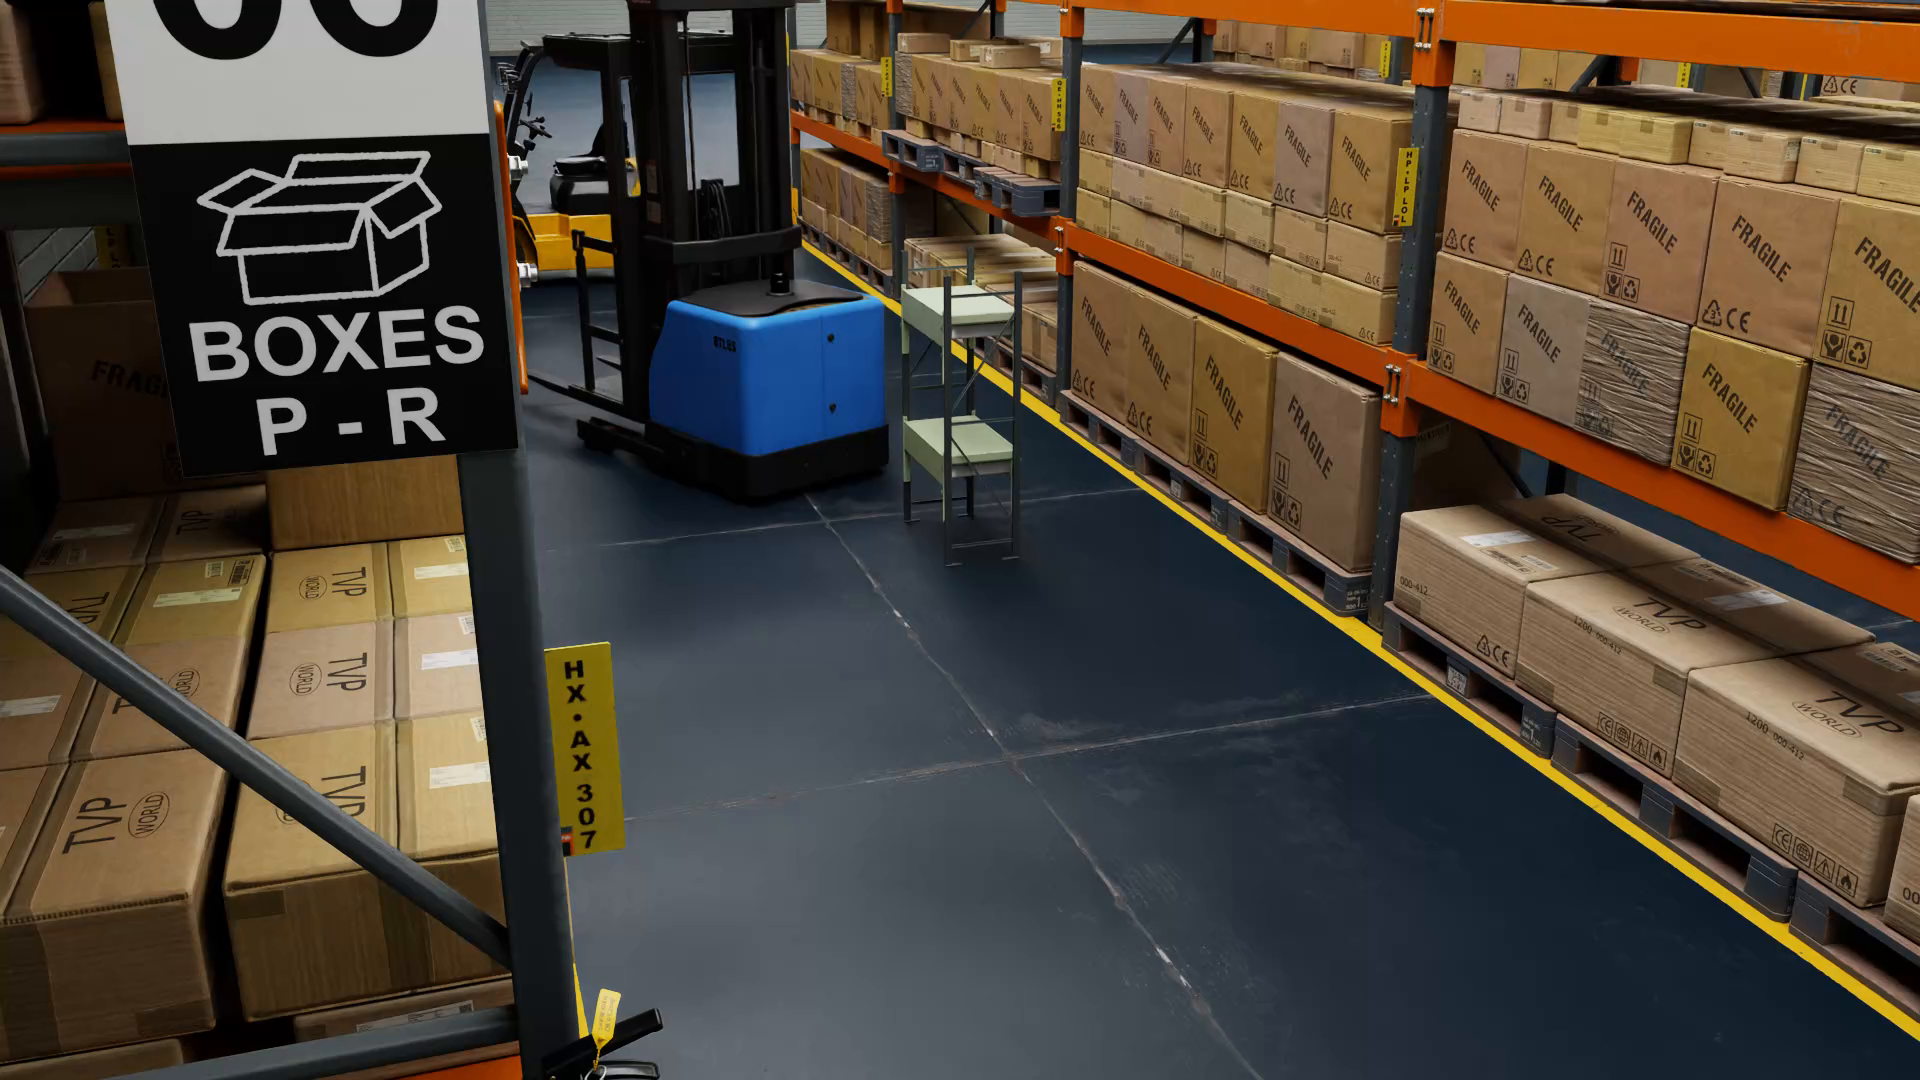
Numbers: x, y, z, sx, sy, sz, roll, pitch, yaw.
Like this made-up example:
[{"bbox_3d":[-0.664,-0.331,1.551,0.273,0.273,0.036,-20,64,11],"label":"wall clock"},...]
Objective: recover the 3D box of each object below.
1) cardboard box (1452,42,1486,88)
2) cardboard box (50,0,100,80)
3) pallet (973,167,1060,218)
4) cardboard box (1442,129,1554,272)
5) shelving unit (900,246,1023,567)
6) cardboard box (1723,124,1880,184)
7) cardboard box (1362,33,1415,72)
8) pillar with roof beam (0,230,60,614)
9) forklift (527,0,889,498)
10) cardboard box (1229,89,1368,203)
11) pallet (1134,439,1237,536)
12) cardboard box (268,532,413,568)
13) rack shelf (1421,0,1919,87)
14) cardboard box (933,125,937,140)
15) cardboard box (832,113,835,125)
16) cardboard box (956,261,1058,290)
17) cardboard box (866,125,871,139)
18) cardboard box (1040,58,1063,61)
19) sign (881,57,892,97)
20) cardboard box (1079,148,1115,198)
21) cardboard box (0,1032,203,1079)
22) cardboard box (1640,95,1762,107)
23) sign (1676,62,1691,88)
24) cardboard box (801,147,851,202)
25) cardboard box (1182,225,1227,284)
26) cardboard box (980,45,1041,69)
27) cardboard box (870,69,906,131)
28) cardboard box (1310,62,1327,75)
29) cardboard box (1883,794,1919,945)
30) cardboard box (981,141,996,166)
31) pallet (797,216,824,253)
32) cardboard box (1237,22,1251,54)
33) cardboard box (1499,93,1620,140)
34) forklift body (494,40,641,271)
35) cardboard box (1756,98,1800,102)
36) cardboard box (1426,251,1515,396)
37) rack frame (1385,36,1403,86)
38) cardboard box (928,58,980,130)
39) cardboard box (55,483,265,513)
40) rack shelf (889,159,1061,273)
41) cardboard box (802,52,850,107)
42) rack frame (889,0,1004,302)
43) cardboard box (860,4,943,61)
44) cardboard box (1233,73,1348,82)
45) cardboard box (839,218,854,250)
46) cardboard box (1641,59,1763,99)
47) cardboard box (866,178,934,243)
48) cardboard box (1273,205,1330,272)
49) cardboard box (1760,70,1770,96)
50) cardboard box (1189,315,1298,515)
[{"bbox_3d":[4.881,-4.366,15.007,0.700,0.500,0.500,-7,21,-18],"label":"cardboard box"},{"bbox_3d":[-1.606,-0.858,2.801,0.380,0.149,0.250,-7,21,-19],"label":"cardboard box"},{"bbox_3d":[0.820,-2.457,11.603,1.213,0.211,1.003,-6,21,-17],"label":"pallet"},{"bbox_3d":[2.322,-1.385,6.709,0.500,0.500,0.500,-6,21,-17],"label":"cardboard box"},{"bbox_3d":[-0.002,-0.708,8.669,0.431,1.500,0.755,-6,21,-17],"label":"shelving unit"},{"bbox_3d":[2.716,-1.249,5.371,0.380,0.149,0.250,-6,21,-17],"label":"cardboard box"},{"bbox_3d":[4.472,-4.873,16.226,0.875,0.550,0.550,-6,21,-17],"label":"cardboard box"},{"bbox_3d":[1.142,-3.479,5.291,9.100,9.000,0.400,-6,21,-17],"label":"pillar with roof beam"},{"bbox_3d":[-1.790,-2.039,10.257,1.130,2.935,3.031,-17,26,-39],"label":"forklift"},{"bbox_3d":[1.714,-2.011,8.450,0.500,0.500,0.500,-6,21,-16],"label":"cardboard box"},{"bbox_3d":[1.701,-0.366,9.622,1.003,0.211,1.213,-6,21,-17],"label":"pallet"},{"bbox_3d":[-1.440,0.036,4.160,0.500,0.250,0.500,-7,21,-19],"label":"cardboard box"},{"bbox_3d":[3.031,-1.478,5.220,1.077,0.370,4.000,-6,21,-17],"label":"rack shelf"},{"bbox_3d":[-0.006,-3.318,13.467,0.380,0.149,0.250,-5,20,-14],"label":"cardboard box"},{"bbox_3d":[-1.070,-4.230,16.629,0.380,0.149,0.250,-6,21,-15],"label":"cardboard box"},{"bbox_3d":[0.505,-1.953,13.183,0.950,0.372,0.625,-6,21,-15],"label":"cardboard box"},{"bbox_3d":[-0.660,-3.819,15.482,0.380,0.149,0.250,-7,21,-18],"label":"cardboard box"},{"bbox_3d":[0.565,-3.549,13.151,0.500,0.500,0.500,-6,21,-15],"label":"cardboard box"},{"bbox_3d":[-0.624,-3.961,14.226,0.100,0.325,0.005,-6,21,-17],"label":"sign"},{"bbox_3d":[1.070,-2.306,10.381,0.500,0.250,0.500,-7,21,-18],"label":"cardboard box"},{"bbox_3d":[-1.410,0.806,2.606,0.380,0.149,0.250,-7,21,-18],"label":"cardboard box"},{"bbox_3d":[2.851,-1.627,6.422,0.380,0.149,0.250,-6,21,-17],"label":"cardboard box"},{"bbox_3d":[5.287,-3.373,12.157,0.100,0.325,0.005,-6,21,-17],"label":"sign"},{"bbox_3d":[-1.370,-3.858,17.557,0.500,0.500,0.500,-7,21,-19],"label":"cardboard box"},{"bbox_3d":[1.556,-1.586,9.115,0.500,0.250,0.500,-6,21,-17],"label":"cardboard box"},{"bbox_3d":[0.363,-3.515,12.096,0.380,0.149,0.250,-7,21,-20],"label":"cardboard box"},{"bbox_3d":[-0.488,-3.917,14.796,0.500,0.500,0.500,-7,21,-19],"label":"cardboard box"},{"bbox_3d":[4.176,-4.719,17.397,0.875,0.550,0.550,-6,21,-17],"label":"cardboard box"},{"bbox_3d":[3.358,1.044,4.740,0.875,0.438,0.875,-7,21,-19],"label":"cardboard box"},{"bbox_3d":[0.373,-2.812,12.059,0.380,0.149,0.250,-6,21,-16],"label":"cardboard box"},{"bbox_3d":[-1.123,-3.296,17.780,1.003,0.211,1.213,-6,21,-17],"label":"pallet"},{"bbox_3d":[3.639,-5.744,18.653,0.875,0.550,0.550,-6,21,-17],"label":"cardboard box"},{"bbox_3d":[2.351,-1.660,6.513,0.380,0.149,0.250,-6,21,-16],"label":"cardboard box"},{"bbox_3d":[-3.752,-3.554,15.630,2.313,2.155,1.214,-6,21,-17],"label":"forklift body"},{"bbox_3d":[5.776,-3.077,11.917,0.380,0.149,0.250,-6,21,-17],"label":"cardboard box"},{"bbox_3d":[2.302,-0.915,6.878,0.500,0.500,0.500,-6,21,-15],"label":"cardboard box"},{"bbox_3d":[4.556,-4.172,16.094,1.000,3.000,0.127,-6,21,-17],"label":"rack frame"},{"bbox_3d":[0.064,-3.496,13.004,0.500,0.500,0.500,-7,21,-18],"label":"cardboard box"},{"bbox_3d":[-2.084,-0.073,4.465,0.500,0.250,0.500,-6,21,-16],"label":"cardboard box"},{"bbox_3d":[0.517,-2.633,12.874,1.077,0.370,4.000,-6,21,-17],"label":"rack shelf"},{"bbox_3d":[-1.318,-4.737,17.079,0.500,0.500,0.500,-6,21,-16],"label":"cardboard box"},{"bbox_3d":[-0.112,-3.613,14.539,1.000,3.000,0.127,-6,21,-17],"label":"rack frame"},{"bbox_3d":[-0.566,-4.923,16.119,0.700,0.500,0.500,-7,21,-18],"label":"cardboard box"},{"bbox_3d":[1.875,-2.385,9.493,0.500,0.500,0.500,-6,21,-17],"label":"cardboard box"},{"bbox_3d":[-0.885,-3.012,16.310,0.500,0.250,0.500,-6,21,-16],"label":"cardboard box"},{"bbox_3d":[5.681,-3.551,12.738,0.700,0.500,0.500,-7,21,-17],"label":"cardboard box"},{"bbox_3d":[-0.553,-3.031,15.256,0.500,0.500,0.500,-7,21,-18],"label":"cardboard box"},{"bbox_3d":[1.869,-1.486,8.099,0.500,0.250,0.500,-6,21,-16],"label":"cardboard box"},{"bbox_3d":[9.090,-5.169,18.281,0.875,0.500,0.500,-6,21,-17],"label":"cardboard box"},{"bbox_3d":[1.841,-0.723,9.015,0.875,0.875,0.875,-6,21,-16],"label":"cardboard box"}]
